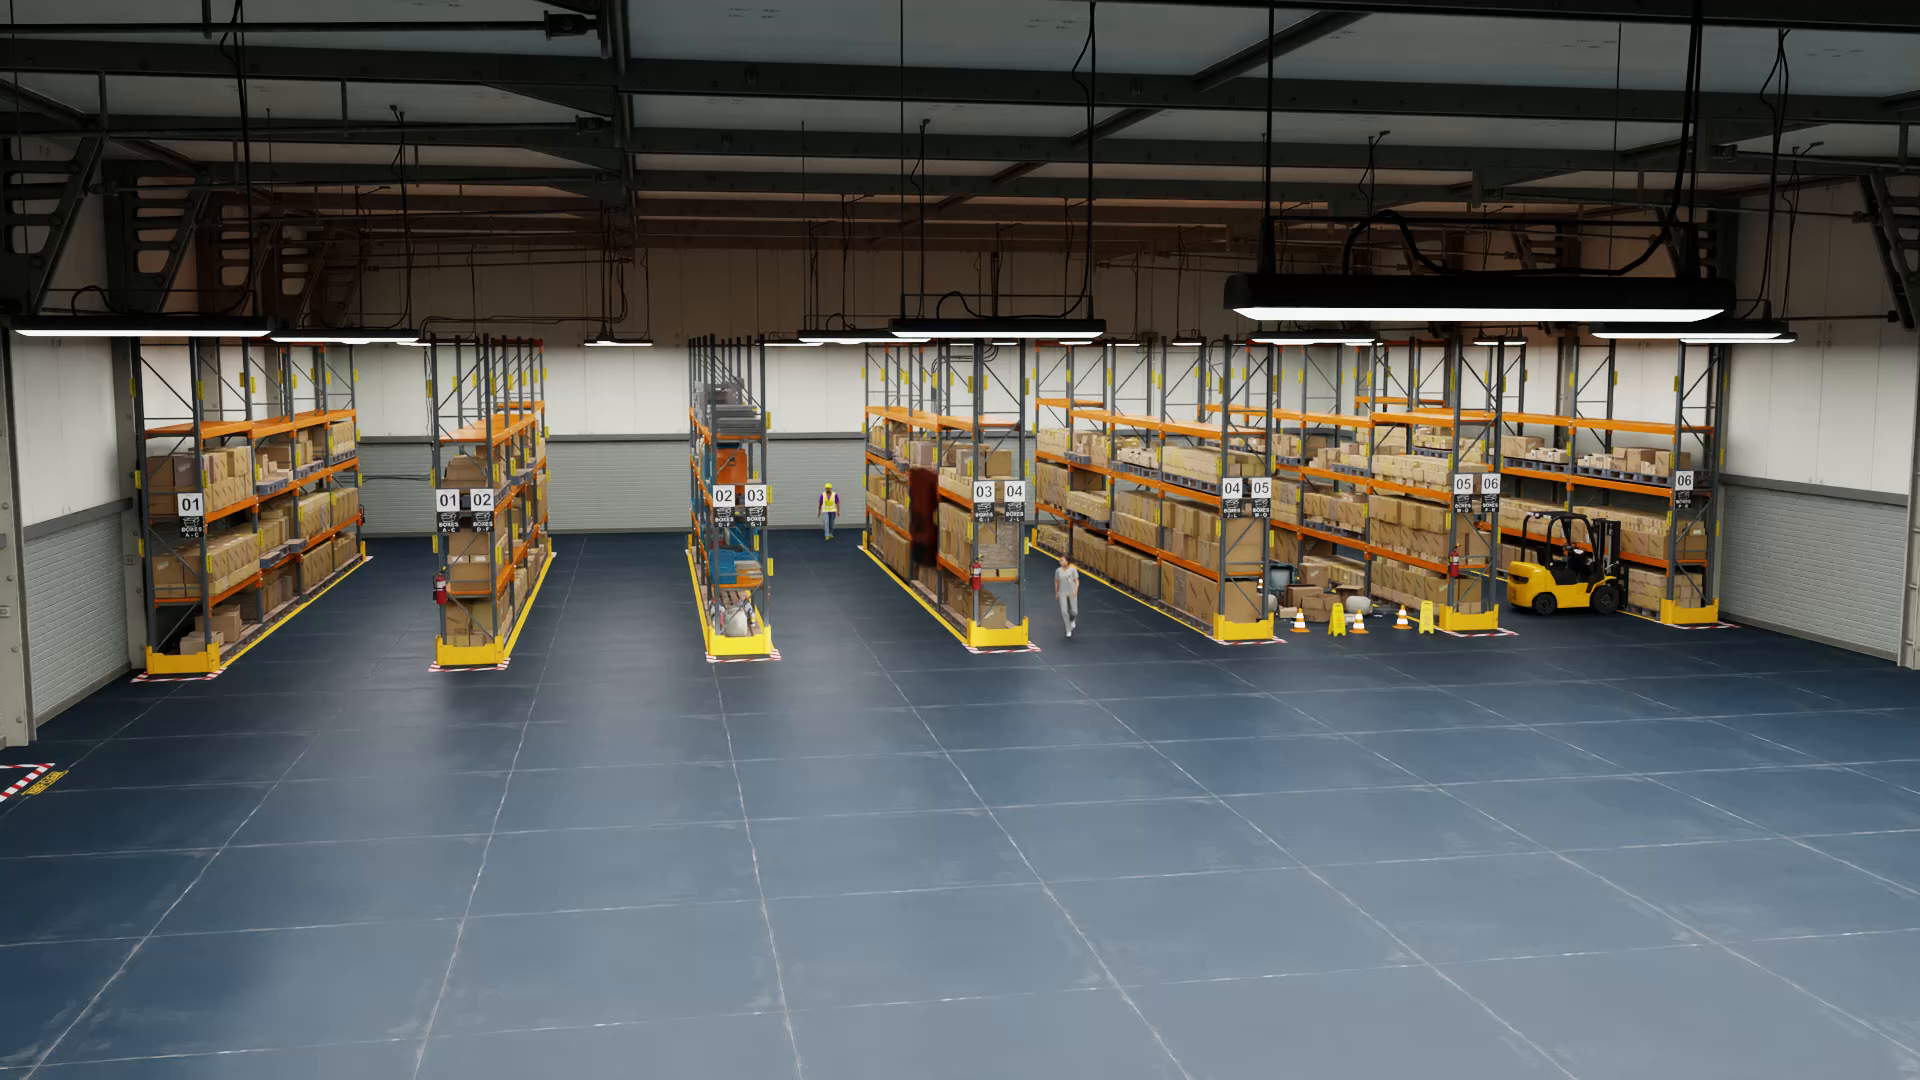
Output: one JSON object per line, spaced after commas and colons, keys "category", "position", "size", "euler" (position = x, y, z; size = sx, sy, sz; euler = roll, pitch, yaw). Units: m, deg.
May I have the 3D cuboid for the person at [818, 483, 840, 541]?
{"category": "person", "position": [-3.927, -0.851, 49.859], "size": [0.641, 1.708, 1.085], "euler": [-1, 7, -8]}

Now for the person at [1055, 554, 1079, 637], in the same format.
{"category": "person", "position": [2.144, 1.091, 33.427], "size": [0.496, 1.639, 0.629], "euler": [1, 7, 6]}

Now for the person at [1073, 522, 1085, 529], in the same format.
{"category": "person", "position": [3.542, -0.848, 49.793], "size": [0.631, 1.806, 0.577], "euler": [2, 7, 19]}
